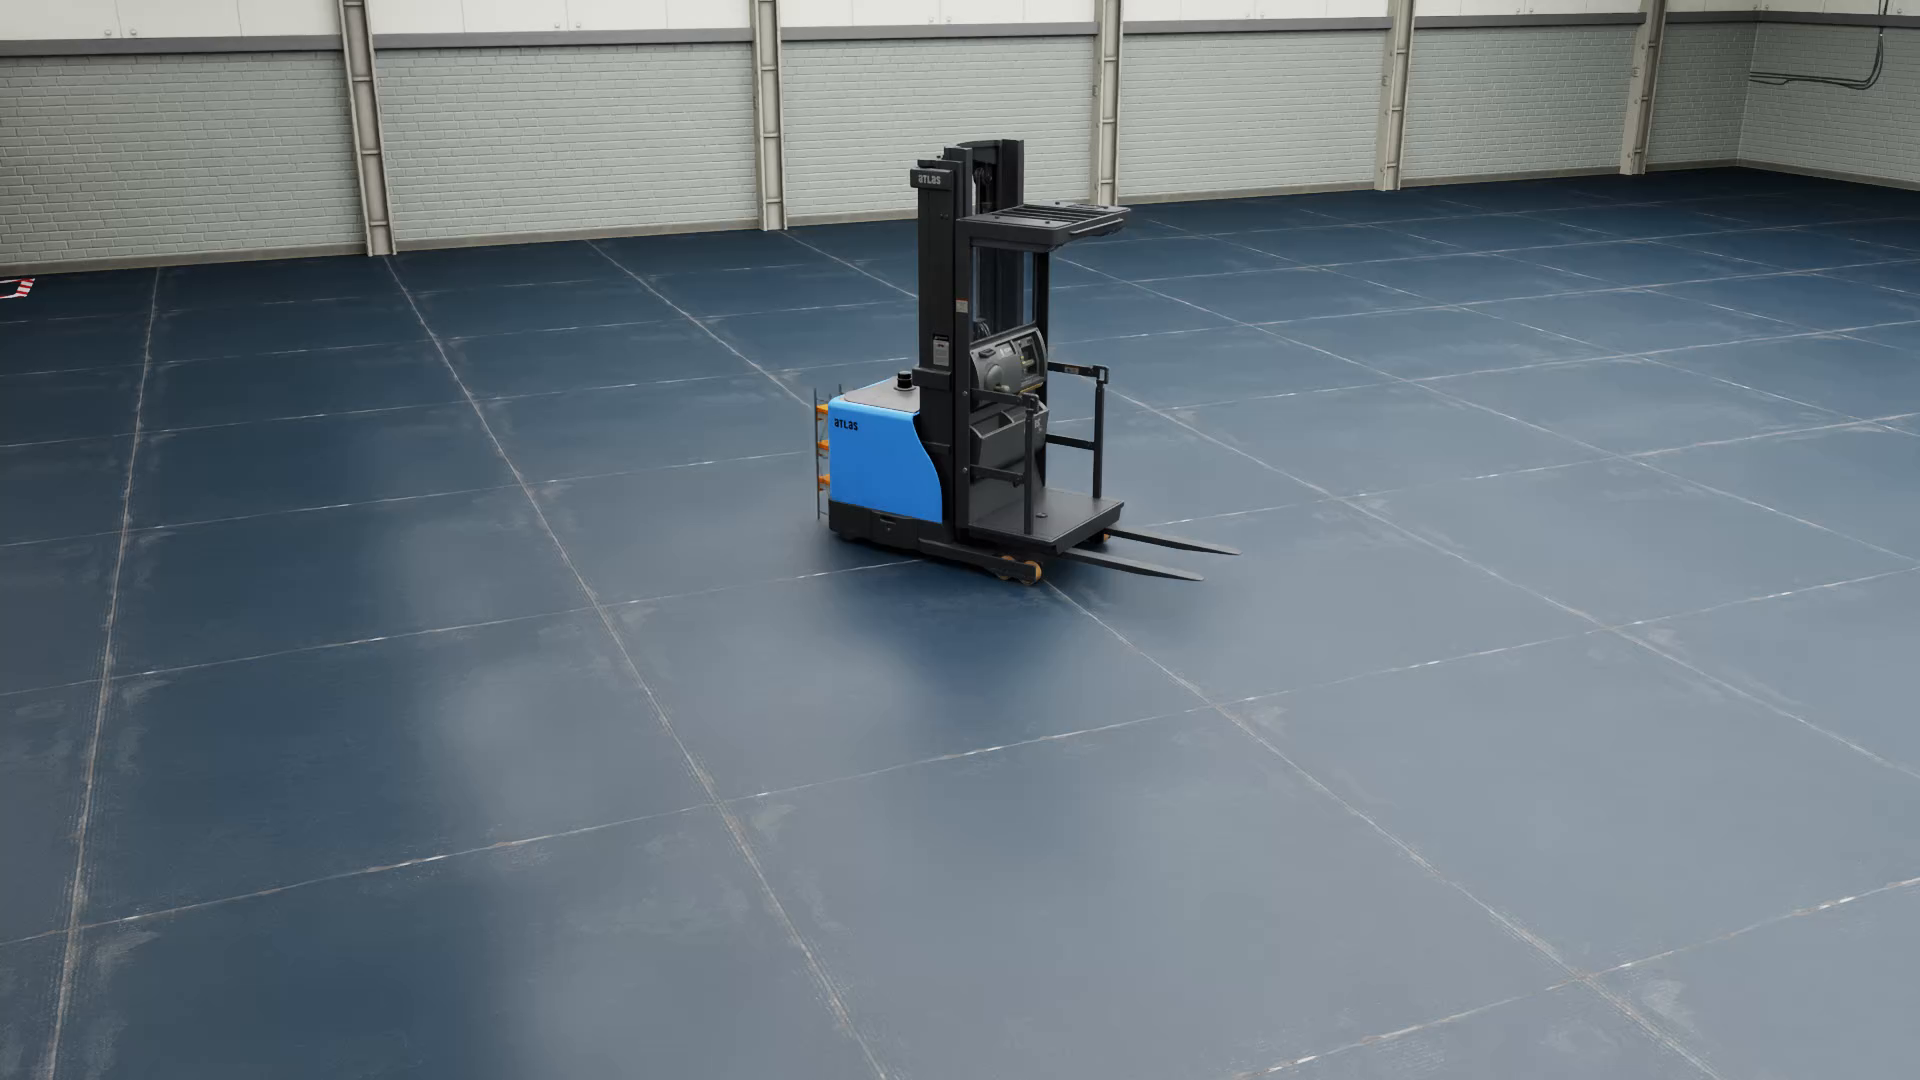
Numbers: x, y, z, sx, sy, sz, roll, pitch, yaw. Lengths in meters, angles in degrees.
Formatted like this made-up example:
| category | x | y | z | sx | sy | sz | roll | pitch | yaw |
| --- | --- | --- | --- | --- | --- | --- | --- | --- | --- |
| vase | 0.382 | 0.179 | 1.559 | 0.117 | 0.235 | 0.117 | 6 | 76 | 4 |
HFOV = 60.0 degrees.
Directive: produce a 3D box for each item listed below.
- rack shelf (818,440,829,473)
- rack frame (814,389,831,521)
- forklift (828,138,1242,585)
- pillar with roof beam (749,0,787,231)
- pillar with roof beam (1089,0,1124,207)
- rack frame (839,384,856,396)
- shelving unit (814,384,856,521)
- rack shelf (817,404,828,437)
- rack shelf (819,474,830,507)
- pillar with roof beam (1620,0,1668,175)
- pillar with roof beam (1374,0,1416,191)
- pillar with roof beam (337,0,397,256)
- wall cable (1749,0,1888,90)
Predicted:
| category | x | y | z | sx | sy | sz | roll | pitch | yaw |
| --- | --- | --- | --- | --- | --- | --- | --- | --- | --- |
| rack shelf | -0.949 | -0.645 | 12.804 | 0.240 | 0.259 | 0.215 | -17 | 25 | -40 |
| rack frame | -1.039 | -0.627 | 12.723 | 0.008 | 1.050 | 0.200 | -17 | 25 | -40 |
| forklift | 0.523 | -1.269 | 11.713 | 3.031 | 2.935 | 1.130 | 12 | 23 | 31 |
| pillar with roof beam | -1.306 | -7.939 | 21.519 | 0.400 | 9.000 | 9.100 | -8 | 21 | -22 |
| pillar with roof beam | 4.203 | -8.728 | 23.761 | 0.400 | 9.000 | 9.100 | -8 | 21 | -22 |
| rack frame | -0.859 | -0.682 | 12.878 | 0.008 | 1.050 | 0.200 | -17 | 25 | -40 |
| shelving unit | -0.949 | -0.655 | 12.801 | 0.252 | 1.050 | 0.215 | -17 | 25 | -40 |
| rack shelf | -0.949 | -0.912 | 12.710 | 0.240 | 0.259 | 0.215 | -17 | 25 | -40 |
| rack shelf | -0.949 | -0.383 | 12.896 | 0.240 | 0.259 | 0.215 | -17 | 25 | -40 |
| pillar with roof beam | 15.221 | -10.307 | 28.244 | 0.400 | 9.000 | 9.100 | -8 | 21 | -22 |
| pillar with roof beam | 9.712 | -9.517 | 26.002 | 0.400 | 9.000 | 9.100 | -8 | 21 | -22 |
| pillar with roof beam | -6.815 | -7.149 | 19.277 | 0.400 | 9.000 | 9.100 | -8 | 21 | -22 |
| wall cable | 16.745 | -10.139 | 32.444 | 0.112 | 2.526 | 3.097 | -8 | 21 | -22 |
